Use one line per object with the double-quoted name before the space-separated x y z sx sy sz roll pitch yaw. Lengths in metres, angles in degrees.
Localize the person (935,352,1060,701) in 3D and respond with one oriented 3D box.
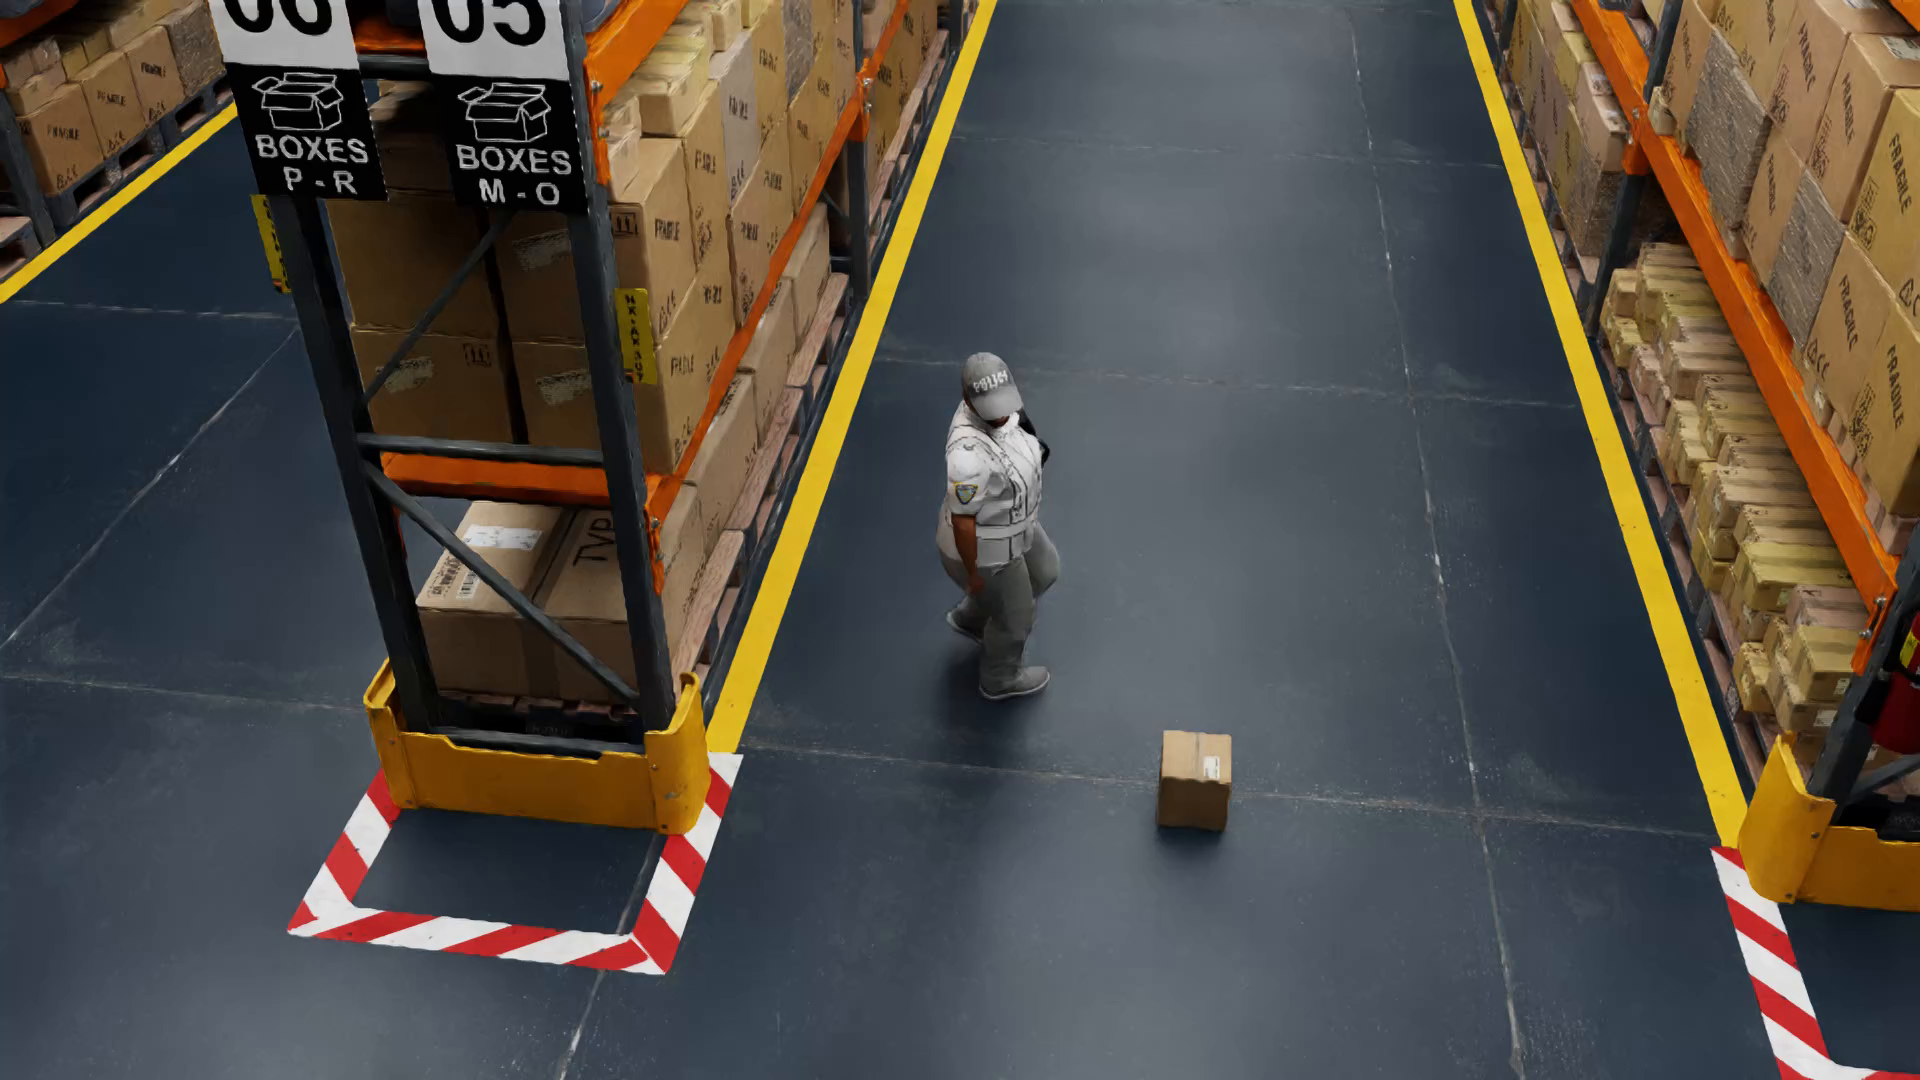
"person" 0.144 -0.039 6.219 0.454 1.644 0.632 5 37 6
